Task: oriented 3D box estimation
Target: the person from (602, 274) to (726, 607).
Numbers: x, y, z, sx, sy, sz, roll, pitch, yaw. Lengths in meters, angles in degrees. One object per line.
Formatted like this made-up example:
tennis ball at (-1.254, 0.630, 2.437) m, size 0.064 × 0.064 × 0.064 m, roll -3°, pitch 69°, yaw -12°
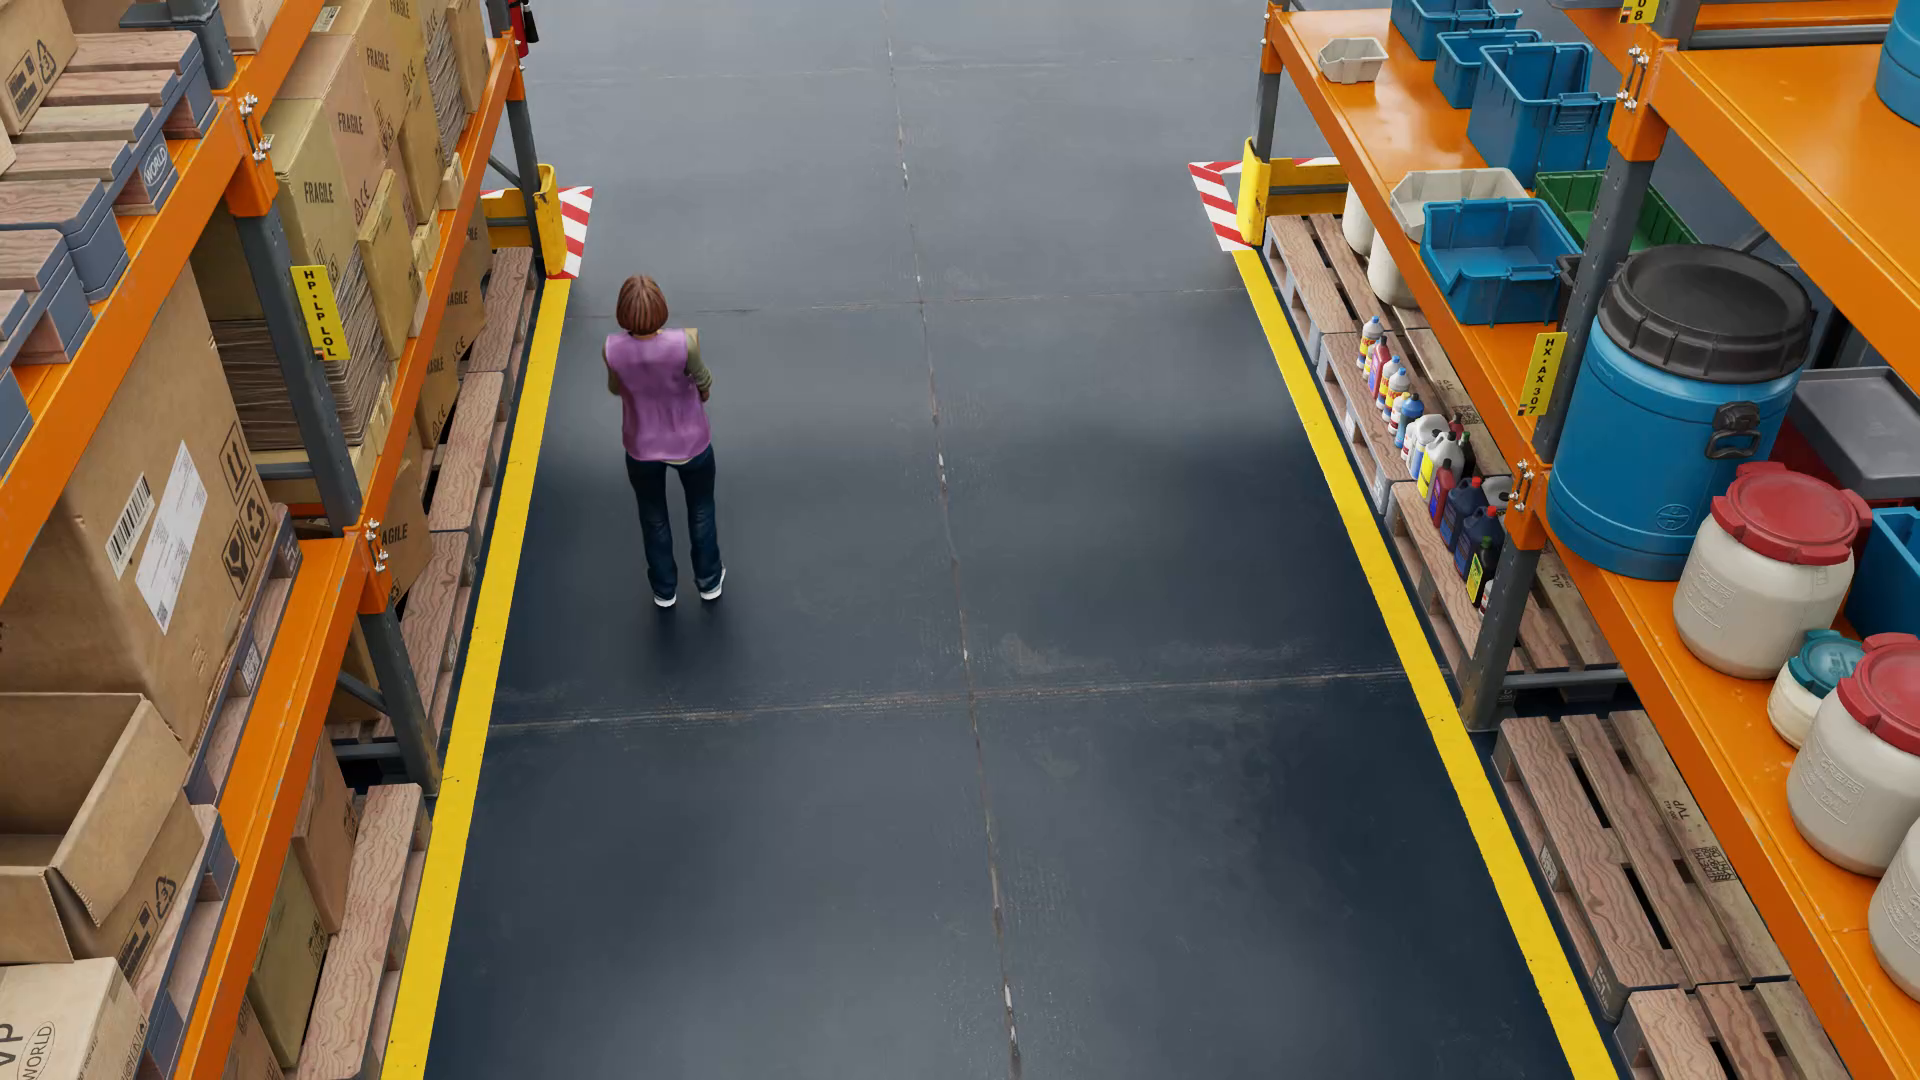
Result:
person at (-1.176, -0.433, 6.689) m, size 0.408 × 1.589 × 0.498 m, roll -3°, pitch 40°, yaw -4°
